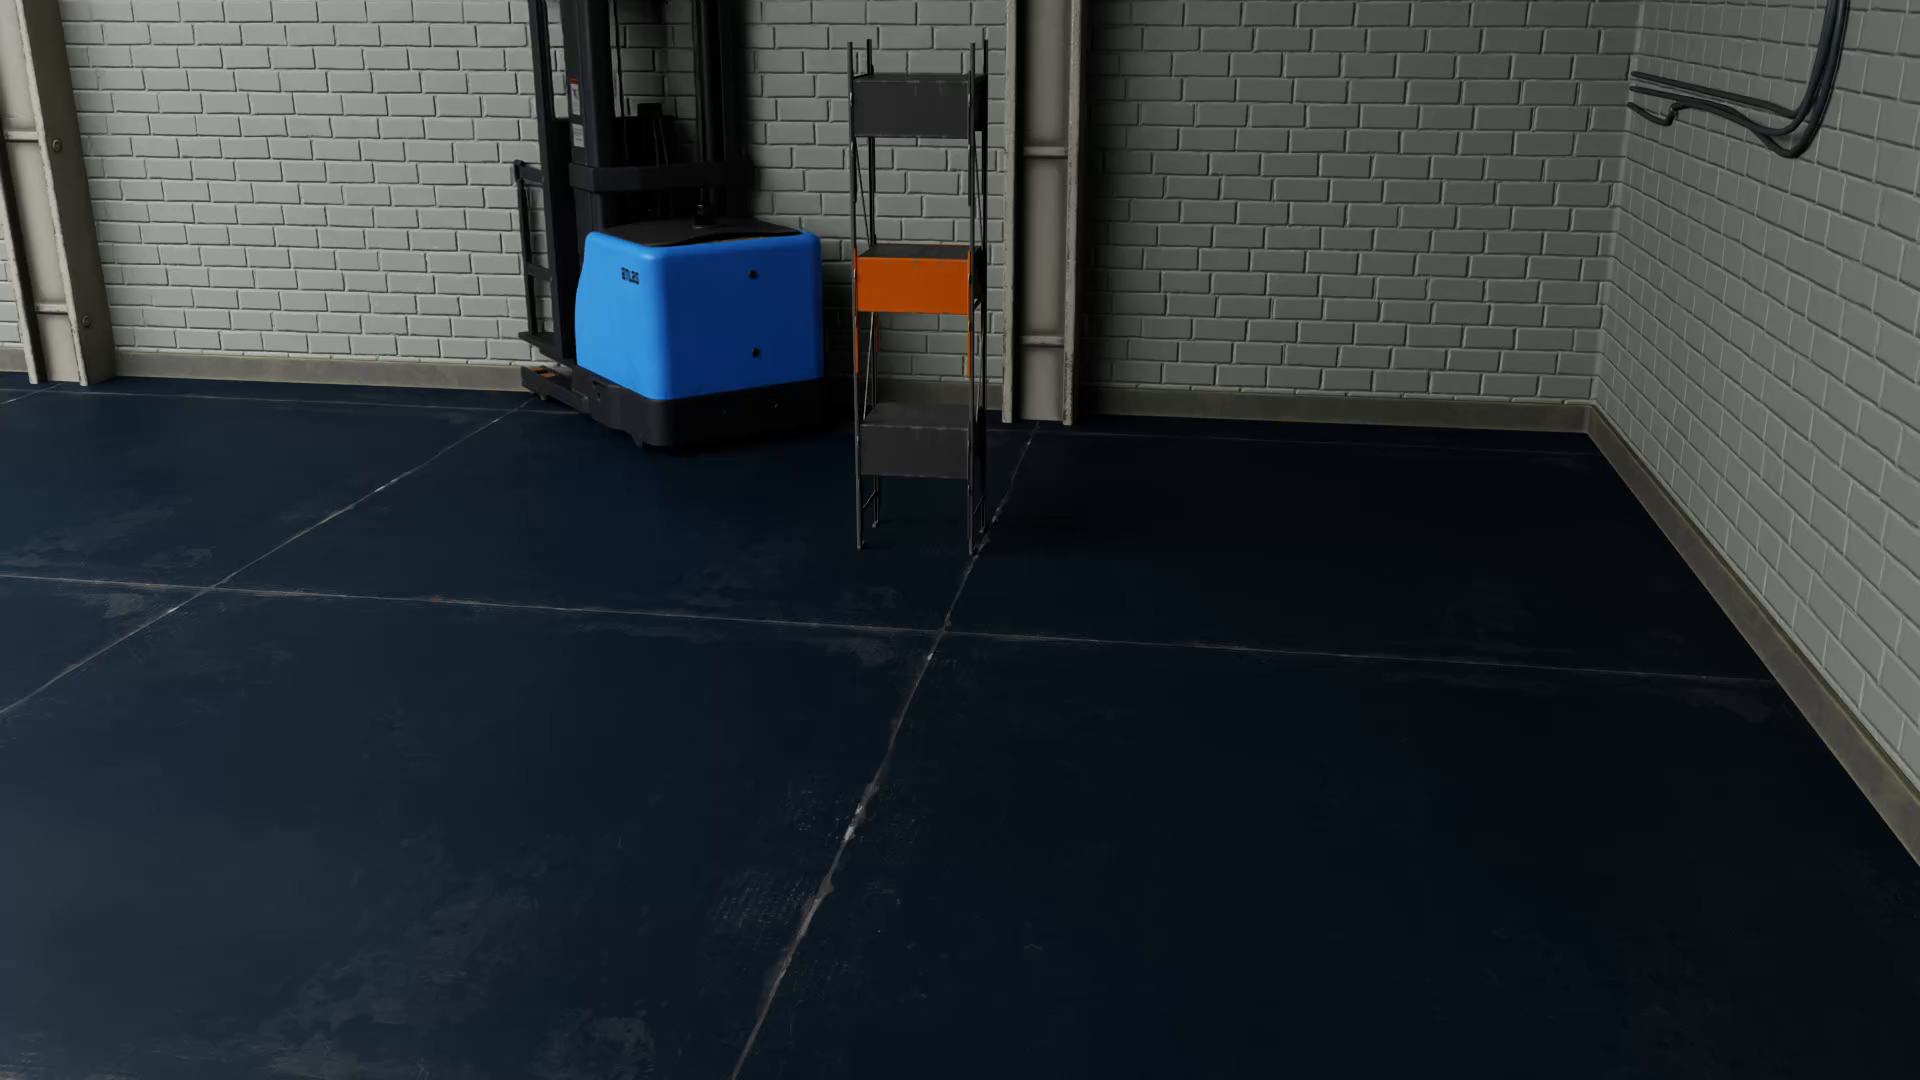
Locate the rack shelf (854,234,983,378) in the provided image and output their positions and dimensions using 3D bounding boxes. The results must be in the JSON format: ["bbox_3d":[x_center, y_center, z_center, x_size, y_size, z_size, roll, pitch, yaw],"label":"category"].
[{"bbox_3d":[-0.163,-0.991,6.999,0.480,0.518,0.431,3,19,9],"label":"rack shelf"}]

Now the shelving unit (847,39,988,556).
[{"bbox_3d":[-0.163,-1.004,6.995,0.503,2.100,0.431,3,19,9],"label":"shelving unit"}]

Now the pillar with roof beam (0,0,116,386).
[{"bbox_3d":[-6.152,-3.914,4.819,0.400,9.000,9.100,3,19,9],"label":"pillar with roof beam"}]

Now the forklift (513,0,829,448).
[{"bbox_3d":[-1.953,-2.278,9.493,1.130,2.935,3.031,-12,22,-32],"label":"forklift"}]

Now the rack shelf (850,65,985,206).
[{"bbox_3d":[-0.163,-1.655,6.777,0.480,0.518,0.431,3,19,9],"label":"rack shelf"}]

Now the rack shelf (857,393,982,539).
[{"bbox_3d":[-0.163,-0.327,7.221,0.480,0.518,0.431,3,19,9],"label":"rack shelf"}]

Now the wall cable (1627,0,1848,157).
[{"bbox_3d":[3.154,-2.926,6.759,0.112,2.526,3.097,3,19,9],"label":"wall cable"}]

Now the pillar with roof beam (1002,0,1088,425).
[{"bbox_3d":[-0.228,-3.612,3.917,0.400,9.000,9.100,3,19,9],"label":"pillar with roof beam"}]

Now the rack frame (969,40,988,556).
[{"bbox_3d":[0.078,-0.992,6.958,0.015,2.100,0.400,3,19,9],"label":"rack frame"}]

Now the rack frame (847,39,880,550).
[{"bbox_3d":[-0.404,-1.016,7.032,0.015,2.100,0.400,3,19,9],"label":"rack frame"}]
